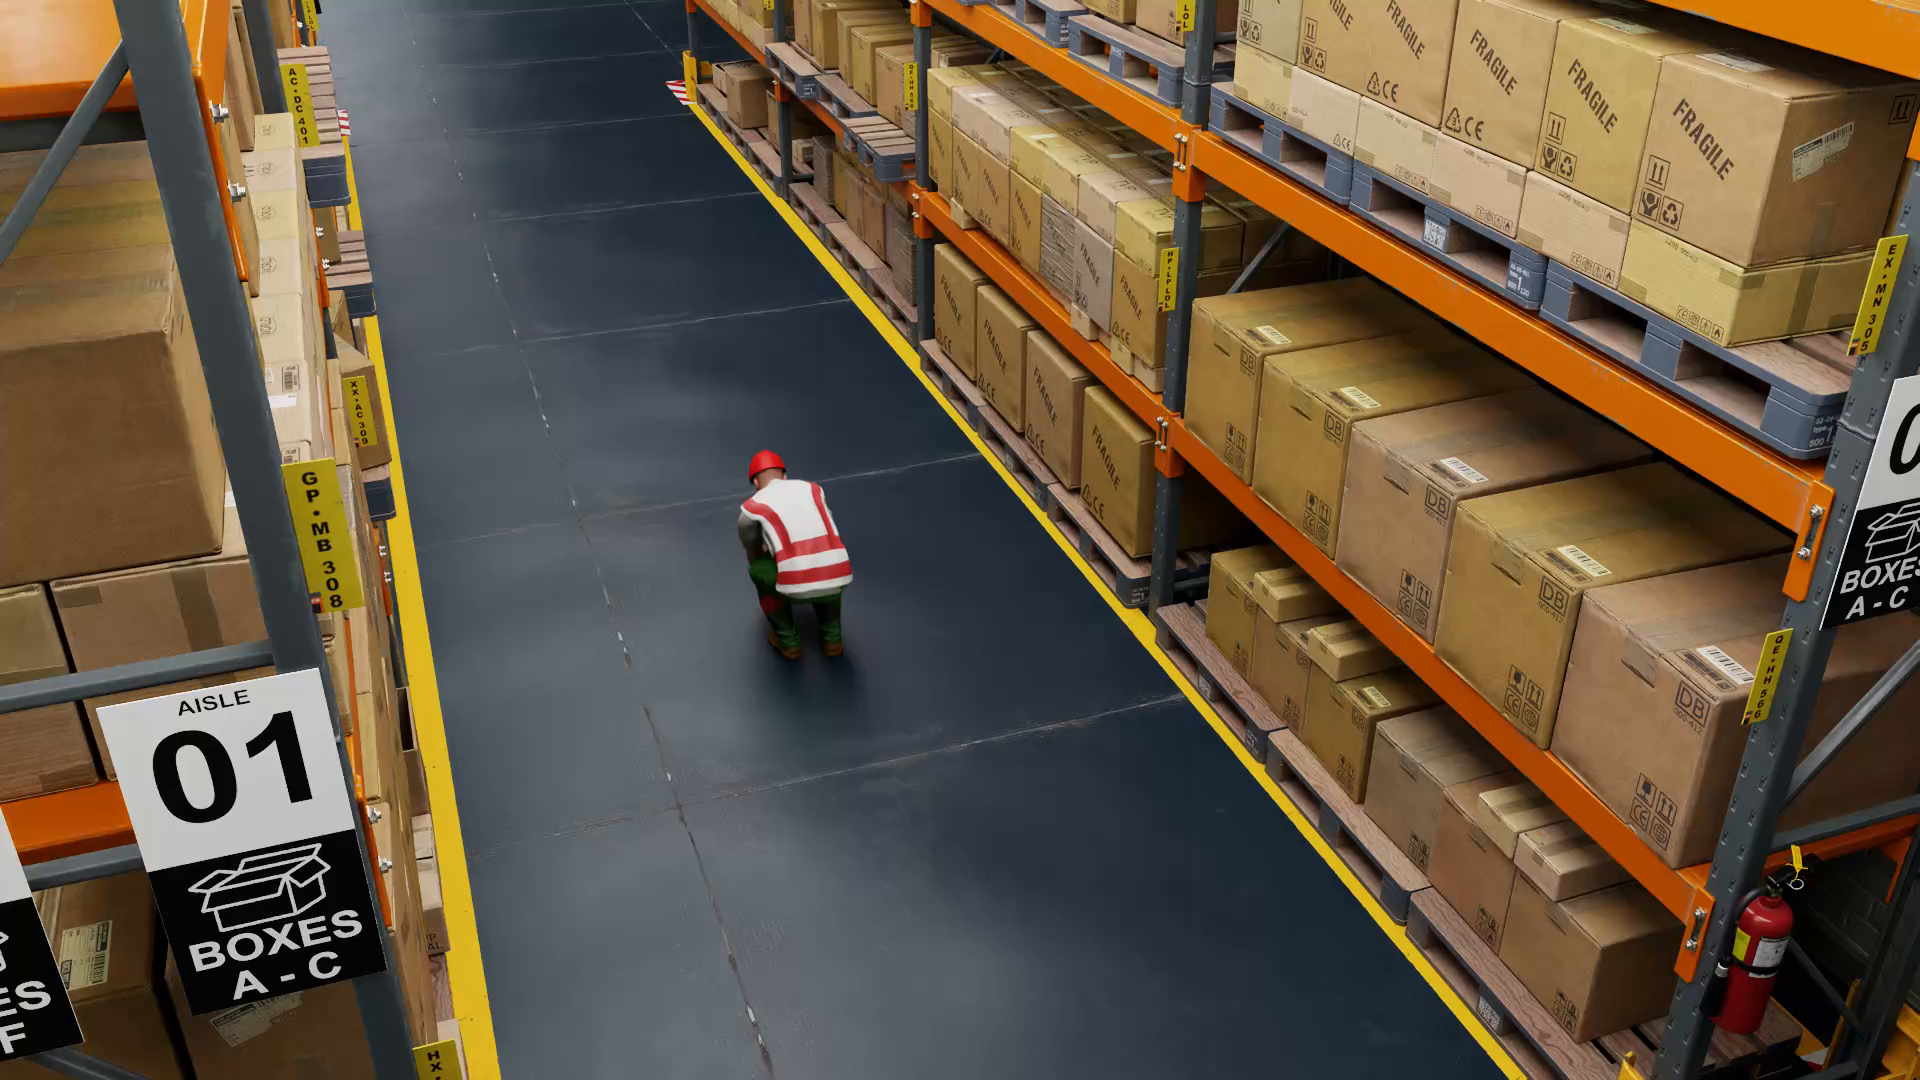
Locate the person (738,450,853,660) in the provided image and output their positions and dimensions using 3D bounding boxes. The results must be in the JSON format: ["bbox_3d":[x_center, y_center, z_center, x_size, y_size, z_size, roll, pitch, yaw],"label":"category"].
[{"bbox_3d":[-0.891,0.103,8.951,0.534,0.996,0.894,-11,31,-19],"label":"person"}]
